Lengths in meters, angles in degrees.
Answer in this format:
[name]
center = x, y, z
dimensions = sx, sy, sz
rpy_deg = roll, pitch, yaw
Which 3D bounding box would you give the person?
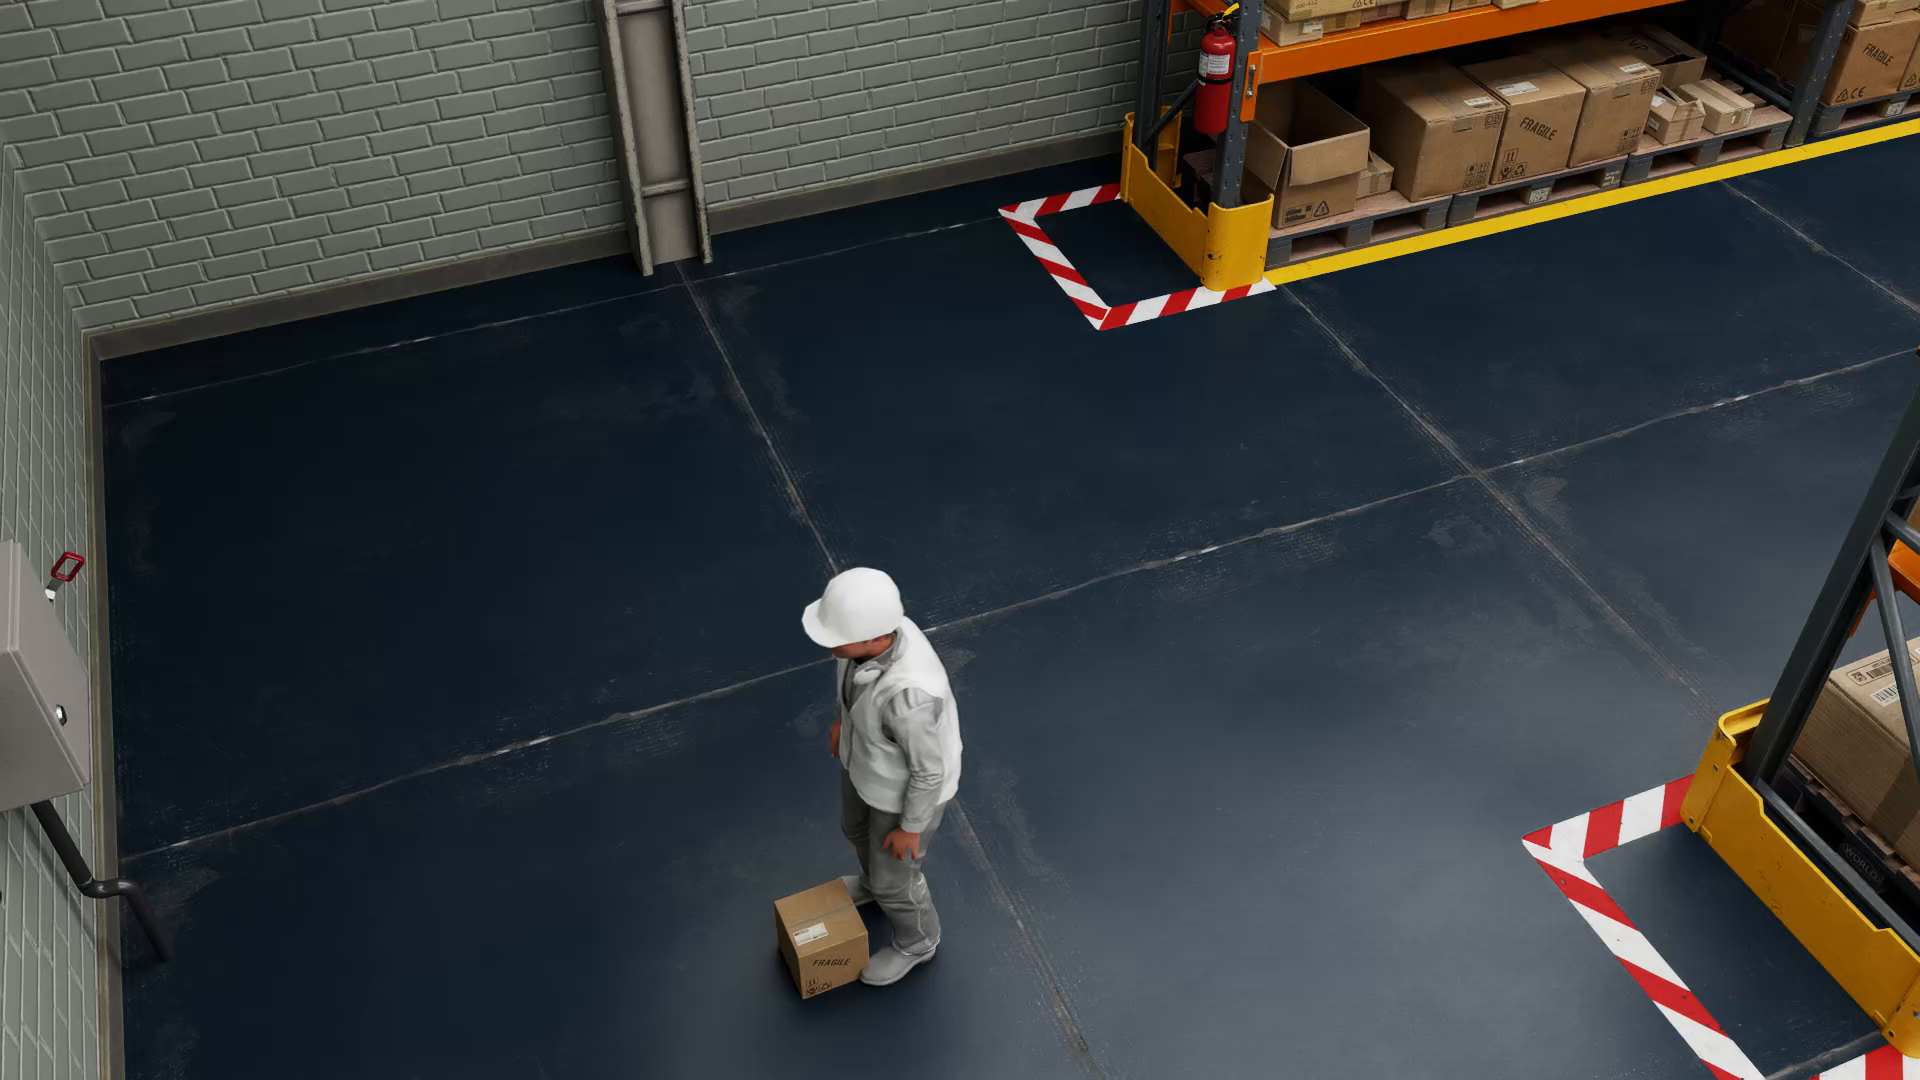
[person]
center = -0.239, 0.738, 5.303
dimensions = 0.461, 1.772, 0.589
rpy_deg = -17, 44, -18
